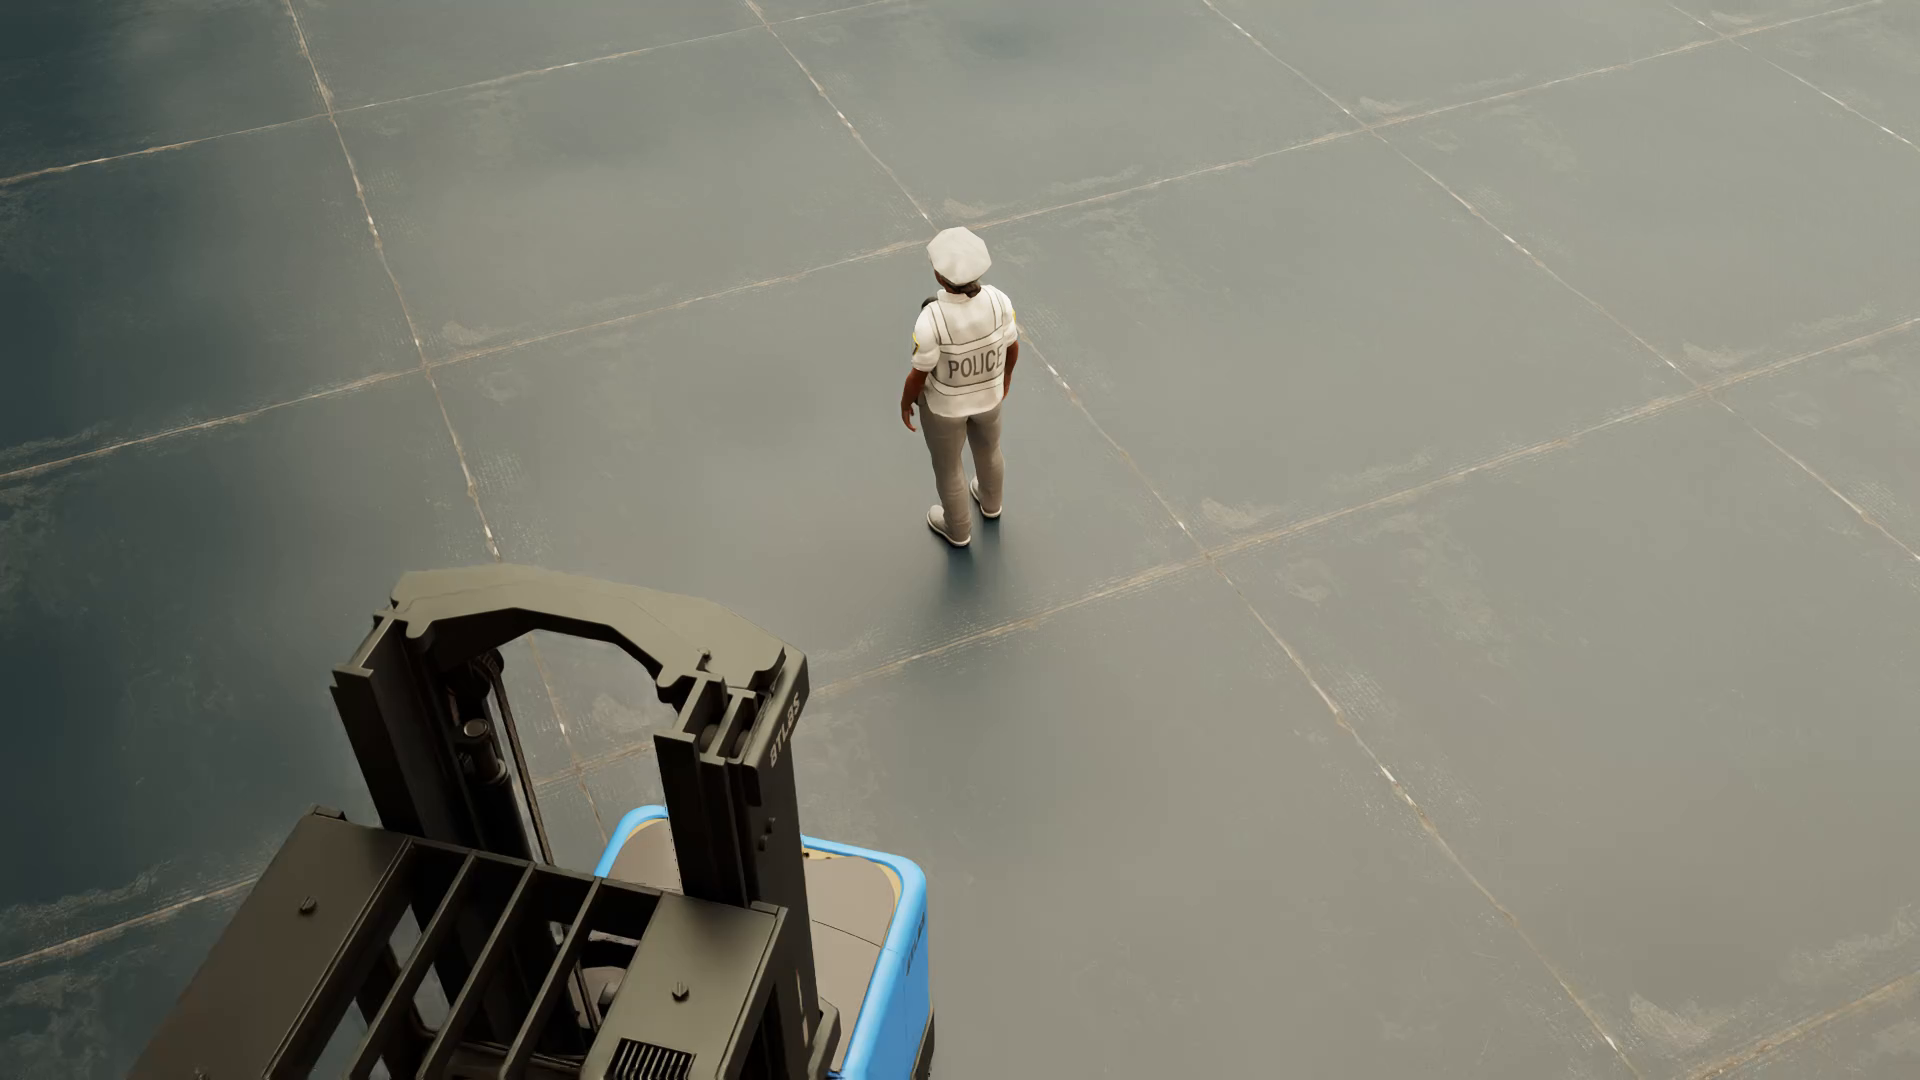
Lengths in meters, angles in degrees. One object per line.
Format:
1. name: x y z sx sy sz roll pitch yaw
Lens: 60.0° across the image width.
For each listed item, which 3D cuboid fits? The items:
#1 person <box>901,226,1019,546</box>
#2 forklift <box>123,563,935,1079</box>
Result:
1. person: -0.013 -0.677 7.301 0.569 1.695 0.528 -18 46 -18
2. forklift: -0.948 1.610 3.955 1.130 2.935 3.031 10 44 10
